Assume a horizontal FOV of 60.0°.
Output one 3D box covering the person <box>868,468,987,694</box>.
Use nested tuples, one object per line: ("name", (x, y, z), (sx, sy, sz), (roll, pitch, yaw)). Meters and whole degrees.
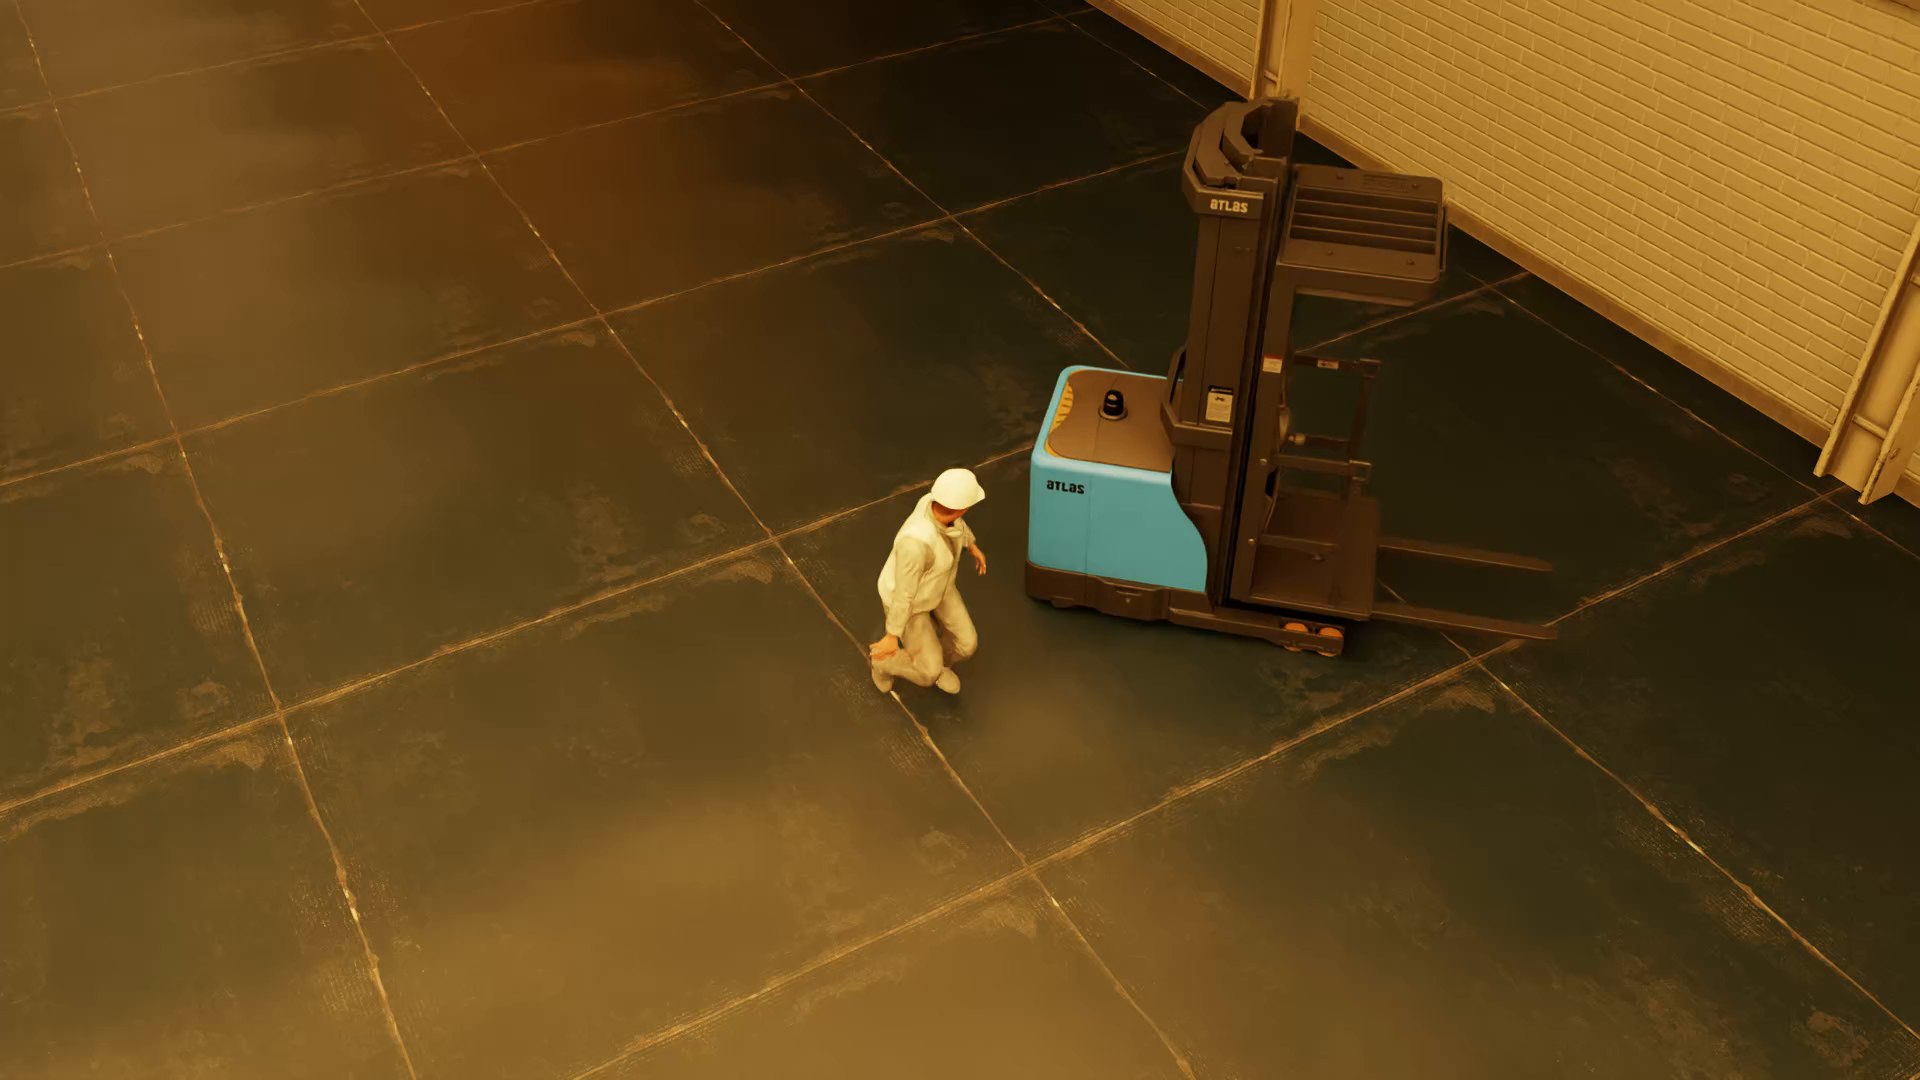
("person", (-0.222, 0.259, 8.812), (0.575, 1.594, 0.891), (24, 45, 26))

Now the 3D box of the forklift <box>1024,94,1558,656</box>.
("forklift", (1.956, -0.837, 9.045), (3.031, 2.935, 1.130), (9, 40, 11))
